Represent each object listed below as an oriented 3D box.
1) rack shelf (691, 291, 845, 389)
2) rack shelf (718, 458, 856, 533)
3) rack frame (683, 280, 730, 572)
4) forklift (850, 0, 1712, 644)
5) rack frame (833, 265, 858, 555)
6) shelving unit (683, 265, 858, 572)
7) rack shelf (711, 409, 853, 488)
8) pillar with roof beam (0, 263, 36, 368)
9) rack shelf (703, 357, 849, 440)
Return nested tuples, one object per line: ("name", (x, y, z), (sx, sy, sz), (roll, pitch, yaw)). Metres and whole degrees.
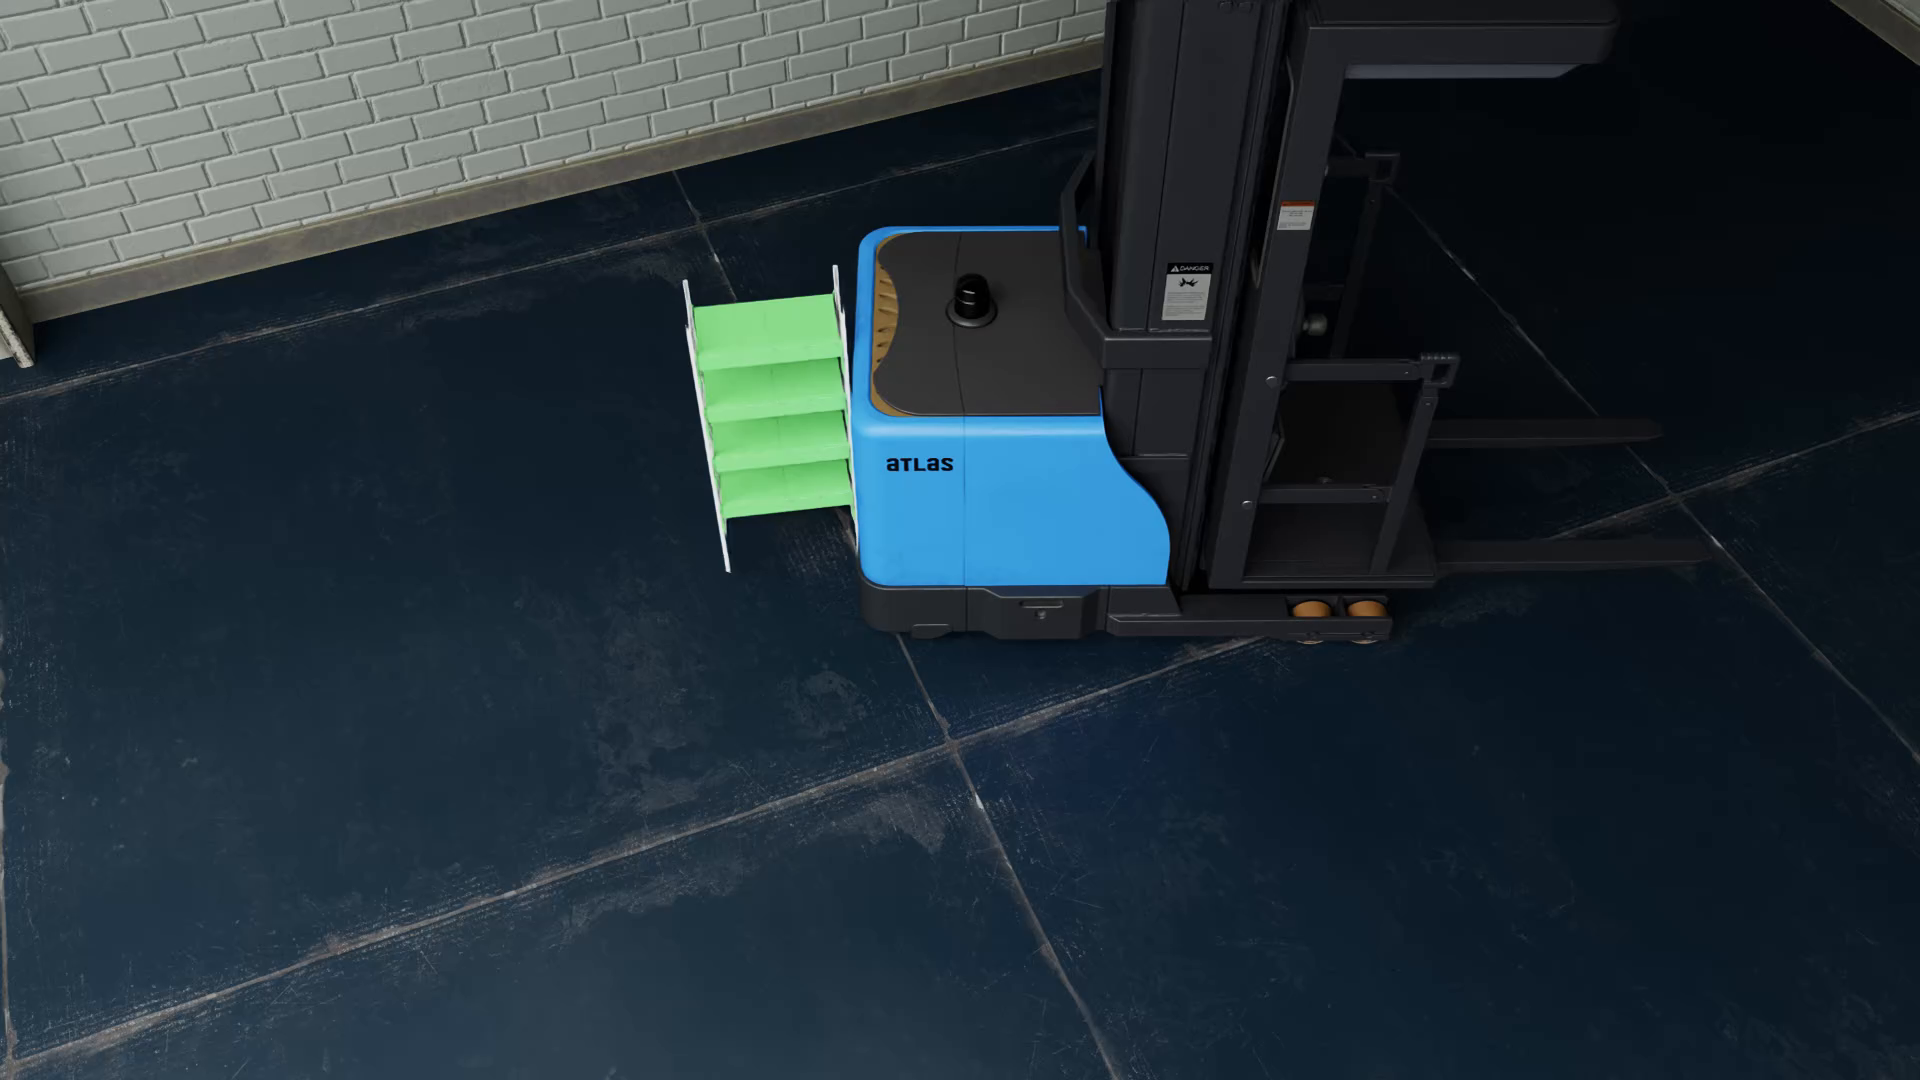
("rack shelf", (-0.633, -0.662, 5.479), (0.480, 0.148, 0.258), (-7, 50, -6))
("rack shelf", (-0.633, -0.193, 6.025), (0.480, 0.148, 0.258), (-7, 50, -6))
("rack frame", (-0.874, -0.363, 5.771), (0.015, 1.200, 0.240), (-7, 50, -6))
("forklift", (1.155, -0.990, 5.168), (3.031, 2.935, 1.130), (0, 49, 0))
("rack frame", (-0.392, -0.418, 5.818), (0.015, 1.200, 0.240), (-7, 50, -6))
("shelving unit", (-0.633, -0.391, 5.795), (0.503, 1.200, 0.258), (-7, 50, -6))
("rack shelf", (-0.633, -0.349, 5.843), (0.480, 0.148, 0.258), (-7, 50, -6))
("pillar with roof beam", (-2.436, -0.683, 0.905), (0.400, 9.000, 9.100), (-17, 52, -14))
("rack shelf", (-0.633, -0.505, 5.661), (0.480, 0.148, 0.258), (-7, 50, -6))
